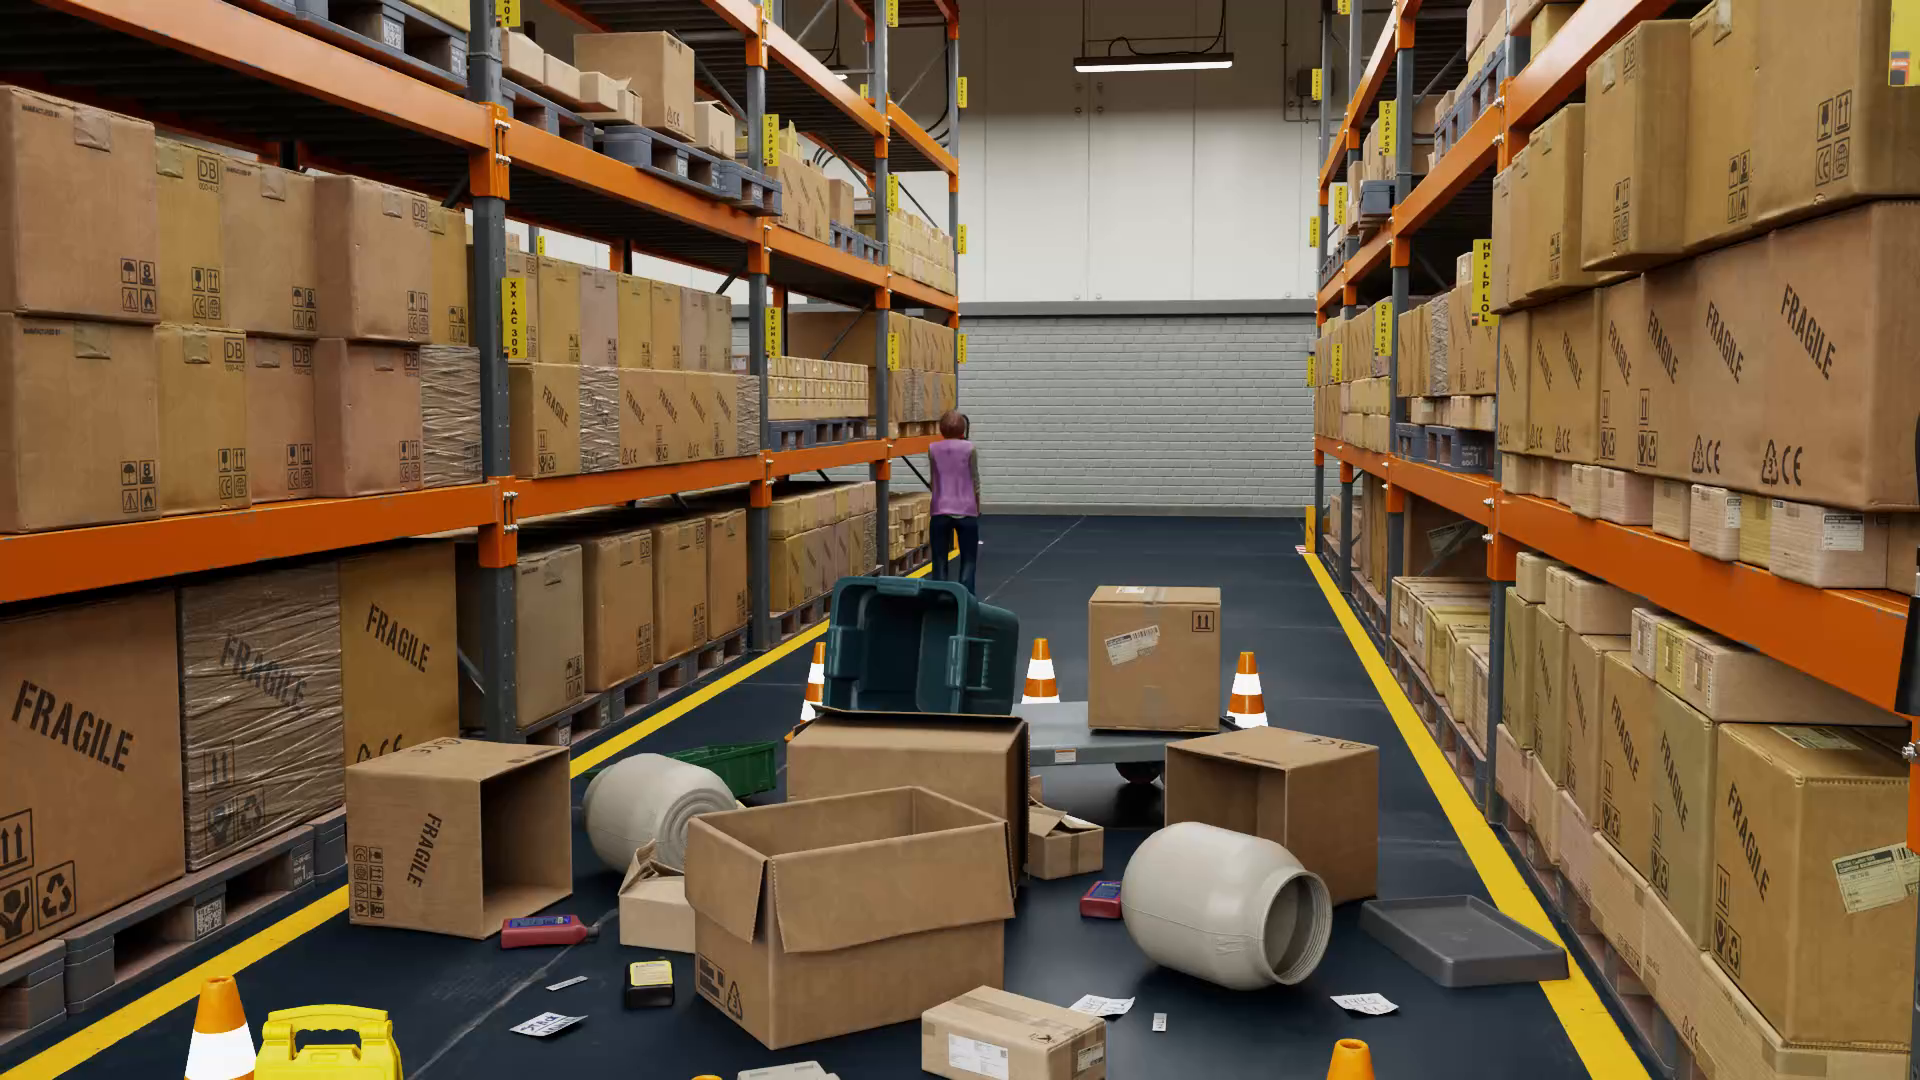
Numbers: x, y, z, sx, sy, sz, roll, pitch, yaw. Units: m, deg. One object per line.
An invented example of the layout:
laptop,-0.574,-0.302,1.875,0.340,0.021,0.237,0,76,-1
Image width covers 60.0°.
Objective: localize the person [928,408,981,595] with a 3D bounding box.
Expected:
person,-0.041,-0.162,12.133,0.375,1.598,0.503,1,5,7
